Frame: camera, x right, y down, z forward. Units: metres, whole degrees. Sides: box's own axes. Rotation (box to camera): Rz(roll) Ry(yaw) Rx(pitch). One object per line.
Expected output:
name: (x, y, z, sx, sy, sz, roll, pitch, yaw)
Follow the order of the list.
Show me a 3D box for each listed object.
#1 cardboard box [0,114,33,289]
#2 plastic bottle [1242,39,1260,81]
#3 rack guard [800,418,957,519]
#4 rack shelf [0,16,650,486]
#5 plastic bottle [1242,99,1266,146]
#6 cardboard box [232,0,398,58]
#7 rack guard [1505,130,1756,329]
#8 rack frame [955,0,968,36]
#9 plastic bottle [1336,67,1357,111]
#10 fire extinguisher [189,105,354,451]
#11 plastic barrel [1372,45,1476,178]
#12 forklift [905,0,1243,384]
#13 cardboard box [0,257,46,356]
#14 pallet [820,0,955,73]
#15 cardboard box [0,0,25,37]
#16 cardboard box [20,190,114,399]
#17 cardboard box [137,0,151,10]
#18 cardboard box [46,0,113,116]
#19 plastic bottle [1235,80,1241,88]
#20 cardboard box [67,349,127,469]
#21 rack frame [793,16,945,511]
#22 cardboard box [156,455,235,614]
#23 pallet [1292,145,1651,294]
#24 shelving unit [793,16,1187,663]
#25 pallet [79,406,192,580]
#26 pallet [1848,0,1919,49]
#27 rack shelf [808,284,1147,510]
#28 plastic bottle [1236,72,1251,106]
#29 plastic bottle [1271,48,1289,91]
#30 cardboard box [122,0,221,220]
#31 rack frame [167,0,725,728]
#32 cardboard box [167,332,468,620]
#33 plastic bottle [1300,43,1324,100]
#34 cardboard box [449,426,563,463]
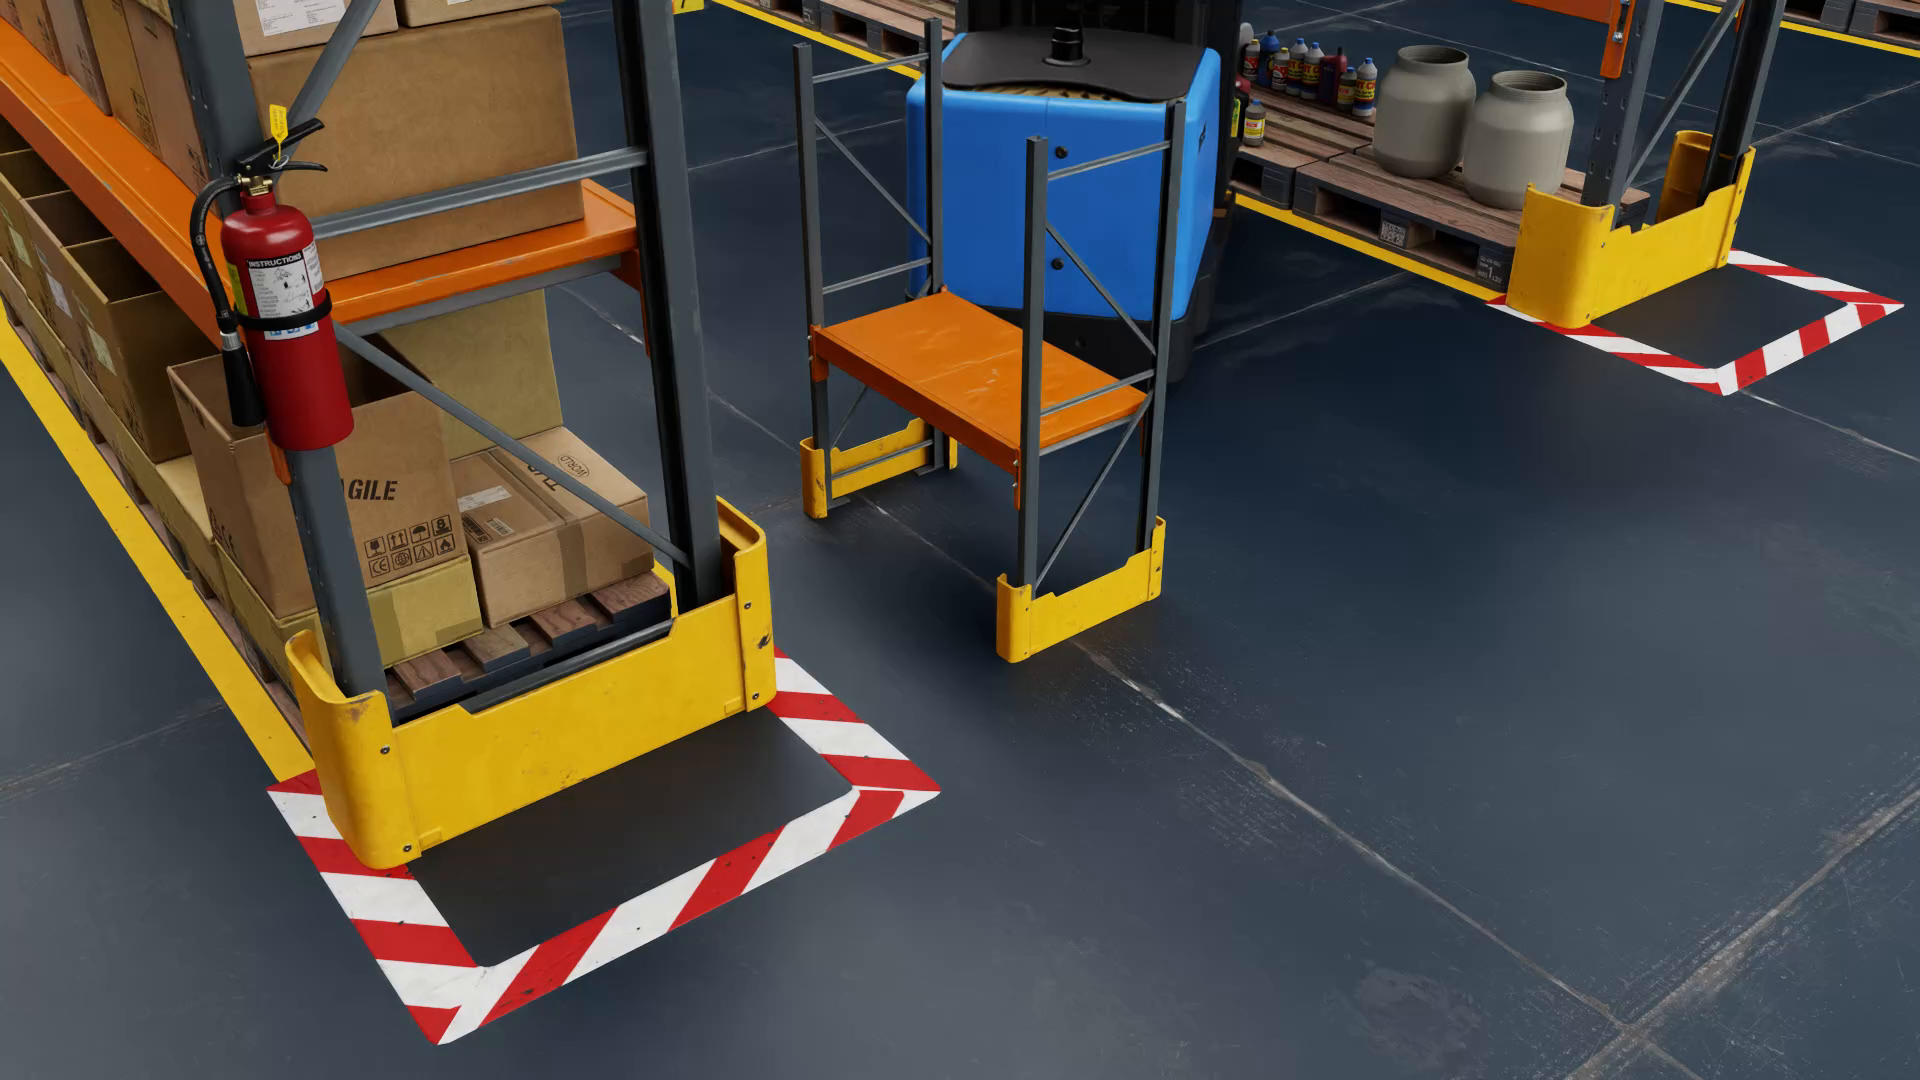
cardboard box: (-3.163, -1.237, 5.896, 0.500, 0.500, 0.500, -22, 38, -31)
plastic bottle: (1.532, -2.509, 8.681, 0.097, 0.201, 0.097, 0, 32, 0)
rack guard: (-0.259, -0.282, 5.467, 0.587, 0.250, 0.087, -22, 38, -31)
rack shelf: (-2.286, -1.270, 5.133, 1.077, 0.370, 4.000, -22, 38, -31)
plastic bottle: (1.383, -1.964, 7.805, 0.097, 0.201, 0.097, 0, 32, 0)
cardboard box: (-1.444, -1.157, 3.561, 0.380, 0.149, 0.250, -23, 39, -32)
rack guard: (2.772, -1.297, 6.865, 1.175, 0.500, 0.348, -22, 38, -31)
rack frame: (0.403, -4.010, 8.863, 1.000, 3.000, 0.127, -22, 38, -31)
plastic bottle: (1.926, -2.240, 8.249, 0.097, 0.201, 0.097, 0, 32, 0)
fire extinguisher: (-1.354, -0.509, 3.300, 0.296, 0.674, 0.183, -22, 38, -31)
plastic barrel: (2.084, -1.923, 7.463, 0.421, 0.512, 0.421, 0, 32, 0)
forklift: (0.628, -2.576, 6.620, 1.130, 2.935, 3.031, 7, 33, 11)
cardboard box: (-3.165, -0.918, 6.092, 0.500, 0.250, 0.500, -22, 38, -31)
pallet: (-0.110, -3.140, 10.105, 1.003, 0.211, 1.213, -22, 38, -31)
cardboard box: (-2.907, -2.051, 5.614, 0.700, 0.500, 0.500, -23, 38, -32)
cardboard box: (-2.554, -0.819, 5.222, 0.500, 0.500, 0.500, -22, 38, -31)
cardboard box: (-1.763, -1.372, 3.907, 0.380, 0.149, 0.250, -23, 38, -32)
cardboard box: (-2.287, -1.627, 4.932, 0.700, 0.500, 0.500, -21, 38, -30)
plastic bottle: (1.250, -2.110, 7.969, 0.152, 0.276, 0.135, -22, 38, -31)
cardboard box: (-2.551, -0.501, 5.422, 0.500, 0.250, 0.500, -22, 38, -31)
rack frame: (-0.259, -0.813, 5.138, 0.500, 1.500, 0.032, -22, 38, -31)
cardboard box: (-1.938, -0.084, 4.751, 0.500, 0.250, 0.500, -22, 38, -31)
pallet: (2.278, -1.515, 7.489, 1.003, 0.211, 1.213, -22, 38, -31)
shelving unit: (0.047, -0.605, 4.803, 0.587, 1.500, 1.083, -22, 38, -31)
pallet: (-2.306, -0.370, 5.646, 1.003, 0.211, 1.213, -22, 38, -31)
pallet: (6.251, -3.142, 10.109, 1.003, 0.211, 1.213, -22, 38, -31)
rack shelf: (0.052, -0.449, 4.892, 0.538, 0.185, 1.000, -22, 38, -31)
plastic bottle: (1.334, -2.148, 8.023, 0.061, 0.283, 0.133, -22, 38, -31)
plastic bottle: (1.658, -2.423, 8.544, 0.097, 0.201, 0.097, 0, 32, 0)
cardboard box: (-1.662, -1.200, 4.244, 0.700, 0.500, 0.500, -21, 38, -30)
rack frame: (-1.060, -0.742, 3.601, 1.000, 3.000, 0.127, -22, 38, -31)
cardboard box: (-1.623, -0.198, 4.223, 0.500, 0.500, 0.500, -22, 38, -31)
plastic bottle: (1.780, -2.370, 8.391, 0.097, 0.271, 0.097, 0, 32, 0)
cardboard box: (-1.522, -0.255, 5.025, 0.500, 0.250, 0.500, -22, 38, -31)
